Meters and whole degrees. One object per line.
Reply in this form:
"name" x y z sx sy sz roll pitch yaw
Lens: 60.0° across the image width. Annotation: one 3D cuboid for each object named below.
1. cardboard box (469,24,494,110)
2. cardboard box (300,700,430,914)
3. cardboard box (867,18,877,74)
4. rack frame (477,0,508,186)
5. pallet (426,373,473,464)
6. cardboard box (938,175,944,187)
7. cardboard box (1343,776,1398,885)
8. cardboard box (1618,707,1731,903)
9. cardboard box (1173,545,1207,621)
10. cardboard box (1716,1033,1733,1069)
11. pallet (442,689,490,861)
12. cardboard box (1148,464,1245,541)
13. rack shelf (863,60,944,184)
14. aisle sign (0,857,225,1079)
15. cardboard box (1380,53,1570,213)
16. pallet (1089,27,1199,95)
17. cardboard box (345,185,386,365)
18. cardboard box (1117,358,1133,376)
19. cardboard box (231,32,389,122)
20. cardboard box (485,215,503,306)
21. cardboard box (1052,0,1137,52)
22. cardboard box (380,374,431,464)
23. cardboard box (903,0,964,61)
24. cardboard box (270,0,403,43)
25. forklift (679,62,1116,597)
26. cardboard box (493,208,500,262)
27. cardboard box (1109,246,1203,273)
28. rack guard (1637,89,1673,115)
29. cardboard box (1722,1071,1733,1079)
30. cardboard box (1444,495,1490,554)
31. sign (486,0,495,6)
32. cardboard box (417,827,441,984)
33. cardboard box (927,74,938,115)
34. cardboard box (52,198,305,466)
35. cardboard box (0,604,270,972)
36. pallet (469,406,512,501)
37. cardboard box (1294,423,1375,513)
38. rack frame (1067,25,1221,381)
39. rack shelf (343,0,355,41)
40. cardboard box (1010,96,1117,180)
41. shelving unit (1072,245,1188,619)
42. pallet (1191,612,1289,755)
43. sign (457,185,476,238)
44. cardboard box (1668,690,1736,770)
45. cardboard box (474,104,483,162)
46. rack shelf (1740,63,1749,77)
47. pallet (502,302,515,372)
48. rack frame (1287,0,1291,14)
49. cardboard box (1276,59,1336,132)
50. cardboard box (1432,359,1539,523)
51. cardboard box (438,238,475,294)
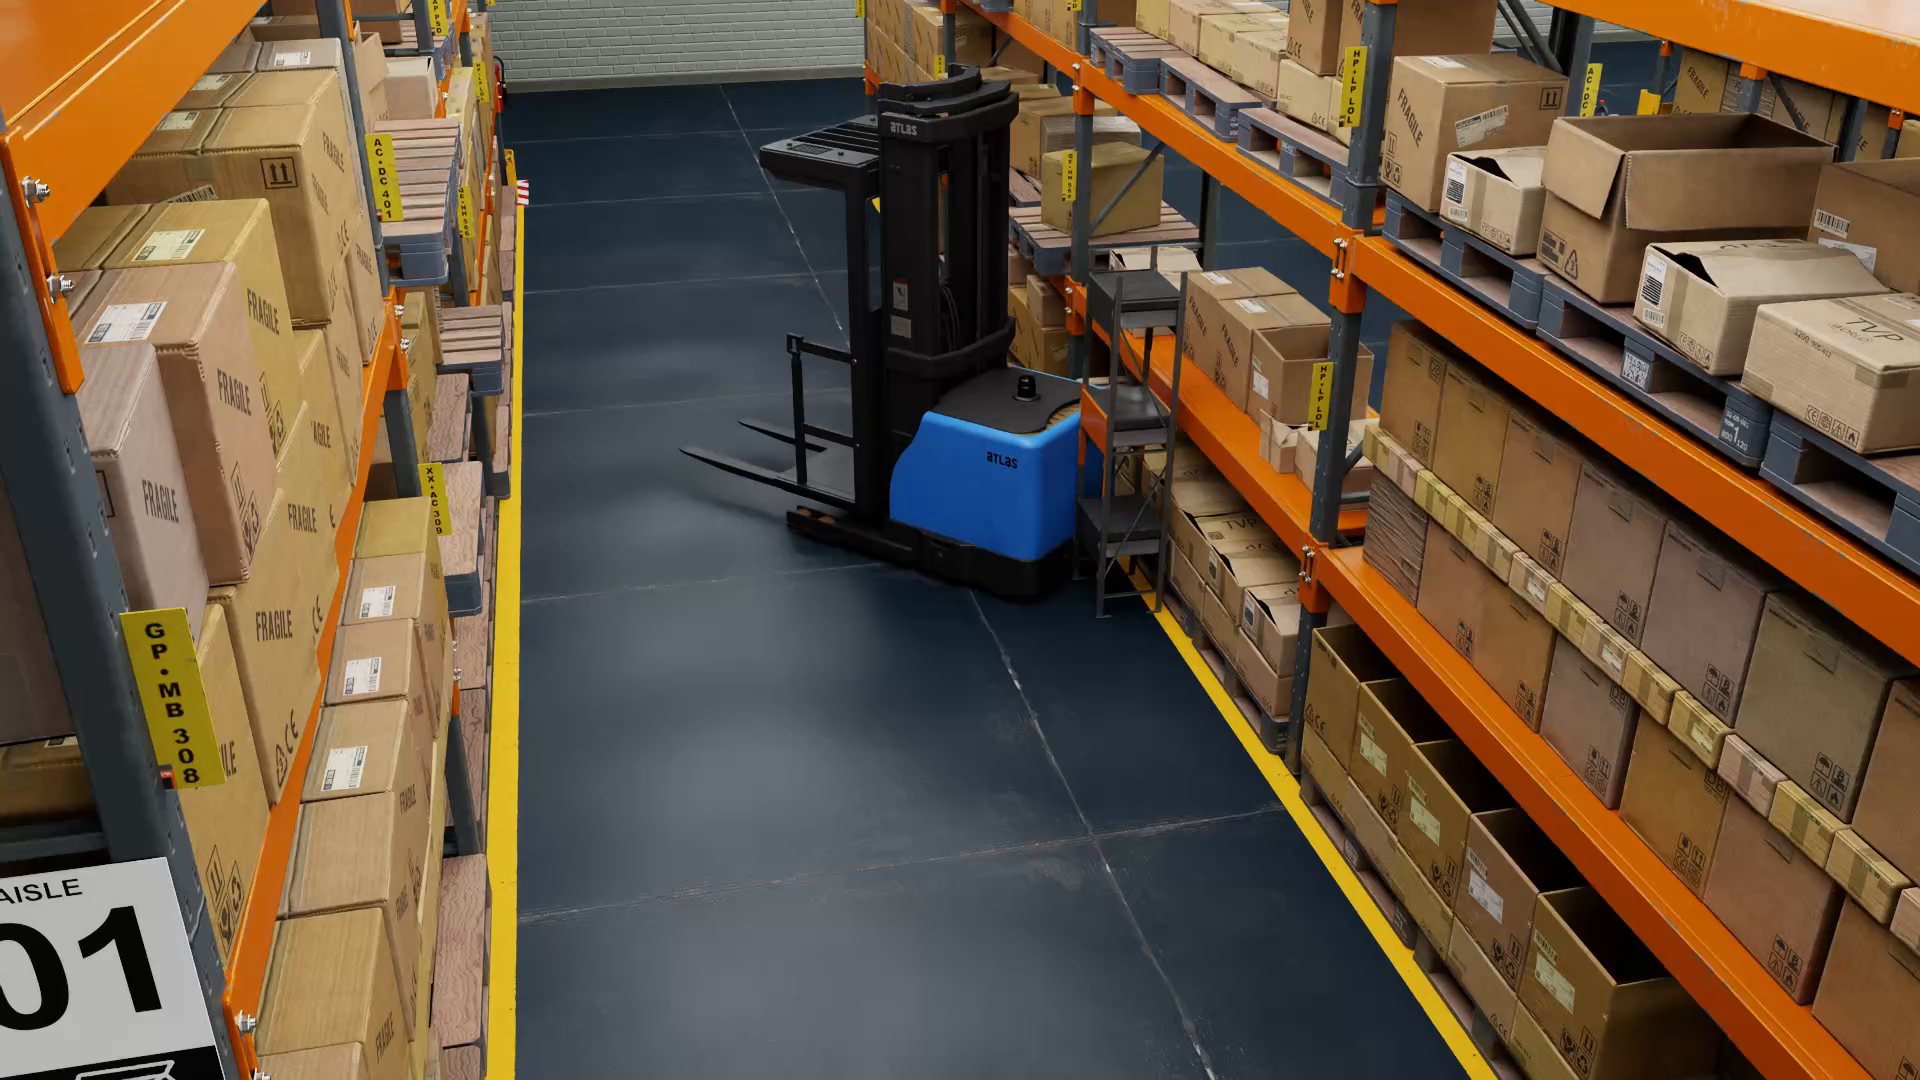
"cardboard box" -5.076 -4.578 16.159 0.980 0.700 0.700 -6 27 -12
"cardboard box" -1.924 0.851 5.048 0.500 0.500 0.500 -5 27 -10
"cardboard box" -0.707 -5.313 17.837 0.500 0.500 0.500 -5 27 -11
"rack frame" -5.375 -4.986 17.299 1.000 3.000 0.127 -6 27 -12
"pallet" -3.086 -0.523 8.670 1.003 0.211 1.213 -6 27 -12
"cardboard box" -0.077 -3.640 16.916 0.797 0.503 0.637 -6 27 -12
"cardboard box" 2.071 1.272 7.486 0.500 0.250 0.500 -6 27 -12
"cardboard box" 2.734 0.834 5.657 0.700 0.500 0.500 -6 27 -11
"cardboard box" 1.551 0.218 9.574 0.500 0.250 0.500 -5 27 -10
"cardboard box" 2.912 1.544 6.116 0.500 0.500 0.500 -6 27 -12
"pallet" -2.848 1.186 8.167 1.003 0.211 1.213 -6 27 -12
"cardboard box" 1.441 -0.249 9.878 0.500 0.311 0.500 -6 27 -12
"rack shelf" -0.099 -4.291 16.721 1.077 0.370 4.000 -6 27 -12
"aisle sign" -1.461 0.879 2.794 0.394 0.787 0.004 -6 27 -12
"cardboard box" 2.011 -1.608 6.546 0.500 0.500 0.500 -4 27 -7
"pallet" 1.493 -2.944 10.135 1.213 0.211 1.003 -5 27 -9
"cardboard box" -2.316 -0.913 5.767 0.500 0.500 0.500 -5 27 -10
"cardboard box" 1.429 -1.288 12.258 0.500 0.500 0.500 -5 27 -9
"cardboard box" -3.371 -2.289 8.491 0.797 0.503 0.637 -2 27 -4
"cardboard box" -4.201 -2.185 13.670 0.750 0.750 0.750 -6 27 -11
"cardboard box" 1.122 -3.550 11.015 0.910 0.500 0.500 -6 27 -12
"cardboard box" -2.871 -0.432 7.677 0.700 0.500 0.500 -3 27 -6
"cardboard box" -0.246 -4.867 15.843 0.500 0.500 0.500 -6 27 -11
"cardboard box" -3.736 -3.257 9.945 0.700 0.500 0.500 -8 28 -16
"forklift" -0.513 -1.471 10.411 3.031 2.935 1.130 18 32 31
"cardboard box" -4.652 -2.861 15.397 0.700 0.500 0.500 -6 27 -12
"cardboard box" 1.292 -1.774 11.035 0.500 0.311 0.500 -4 27 -8
"rack guard" 9.097 -5.389 20.872 1.175 0.500 0.348 -6 27 -12
"cardboard box" 3.036 2.097 5.853 0.500 0.250 0.500 -6 27 -12
"cardboard box" 2.203 -0.081 6.750 0.380 0.149 0.250 -6 27 -12
"sign" -4.843 -5.657 17.081 0.100 0.325 0.005 -6 27 -12
"cardboard box" -1.922 1.177 5.233 0.500 0.250 0.500 -6 27 -11
"cardboard box" -0.011 -3.972 15.180 0.500 0.500 0.500 -6 27 -11
"cardboard box" -1.810 -0.444 3.728 0.500 0.500 0.500 -5 27 -10
"cardboard box" -1.601 0.474 3.021 0.500 0.500 0.500 -5 27 -10
"pallet" -3.677 -0.582 11.670 1.003 0.211 1.213 -6 27 -12
"cardboard box" 2.001 -0.367 8.315 0.500 0.250 0.500 -4 27 -8
"rack frame" 1.253 -1.978 11.340 1.000 3.000 0.127 -6 27 -12
"rack shelf" -3.122 -2.774 7.501 1.077 0.370 4.000 -6 27 -12
"cardboard box" 0.810 -3.197 13.178 0.700 0.500 0.500 -13 30 -25
"shelving unit" 0.960 -0.598 9.594 0.431 2.100 0.503 -5 28 -12
"pallet" 1.950 0.703 9.123 1.003 0.211 1.213 -6 27 -12
"sign" -3.046 -2.014 10.215 0.100 0.325 0.005 -6 27 -12
"cardboard box" 2.552 0.598 5.405 0.380 0.149 0.250 -5 27 -10
"cardboard box" -4.124 -3.239 13.375 0.500 0.500 0.500 -6 27 -12
"rack shelf" 5.629 -4.376 13.559 1.077 0.370 4.000 -6 27 -12
"pallet" -4.227 -1.654 13.792 1.003 0.211 1.213 -6 27 -12
"rack frame" 4.277 -5.992 19.292 1.000 3.000 0.127 -6 27 -12
"cardboard box" 1.898 -2.194 8.140 0.500 0.250 0.500 -9 28 -17
"cardboard box" 2.376 -0.430 6.723 0.700 0.500 0.500 -6 27 -12
"cardboard box" -3.433 -1.899 10.720 0.500 0.500 0.500 -5 27 -10
